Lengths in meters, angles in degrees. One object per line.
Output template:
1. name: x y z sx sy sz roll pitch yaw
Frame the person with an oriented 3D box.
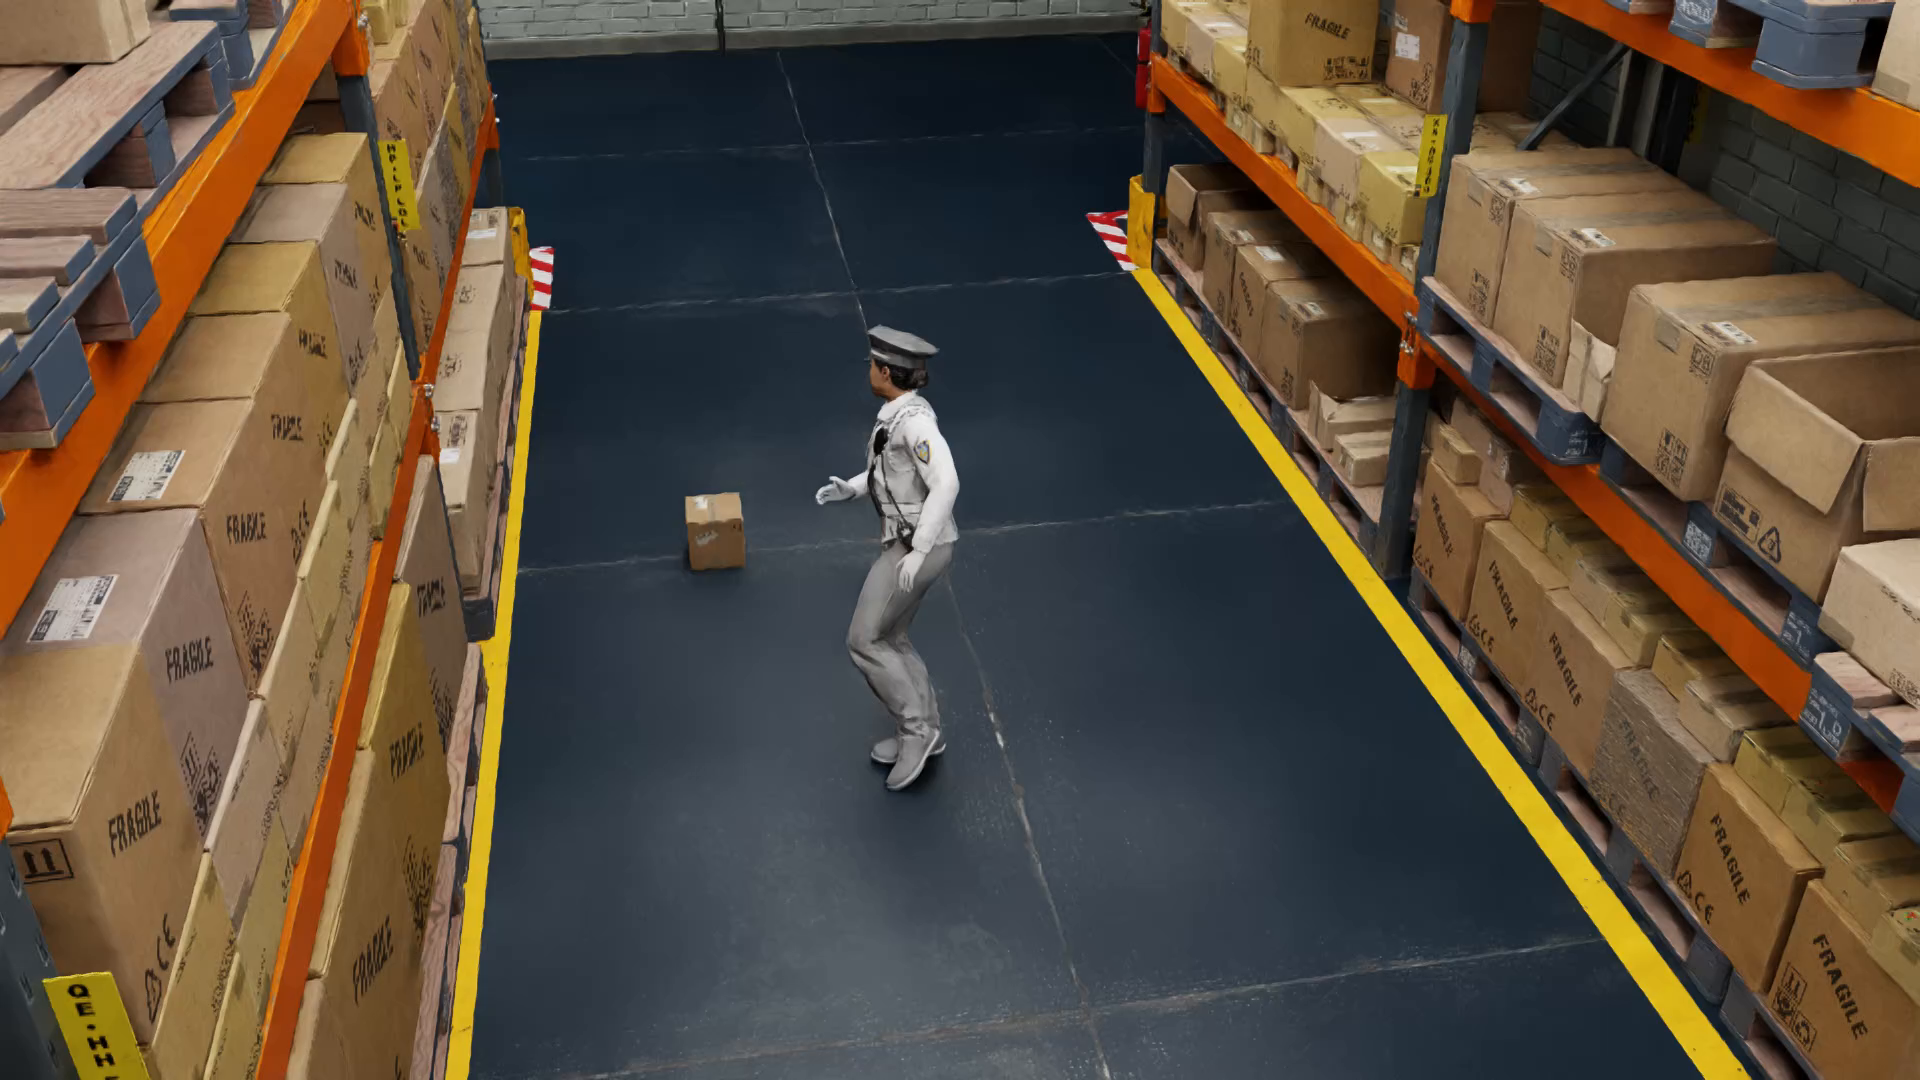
1. person: -0.259 0.060 6.124 0.523 1.557 0.859 -2 31 -4
